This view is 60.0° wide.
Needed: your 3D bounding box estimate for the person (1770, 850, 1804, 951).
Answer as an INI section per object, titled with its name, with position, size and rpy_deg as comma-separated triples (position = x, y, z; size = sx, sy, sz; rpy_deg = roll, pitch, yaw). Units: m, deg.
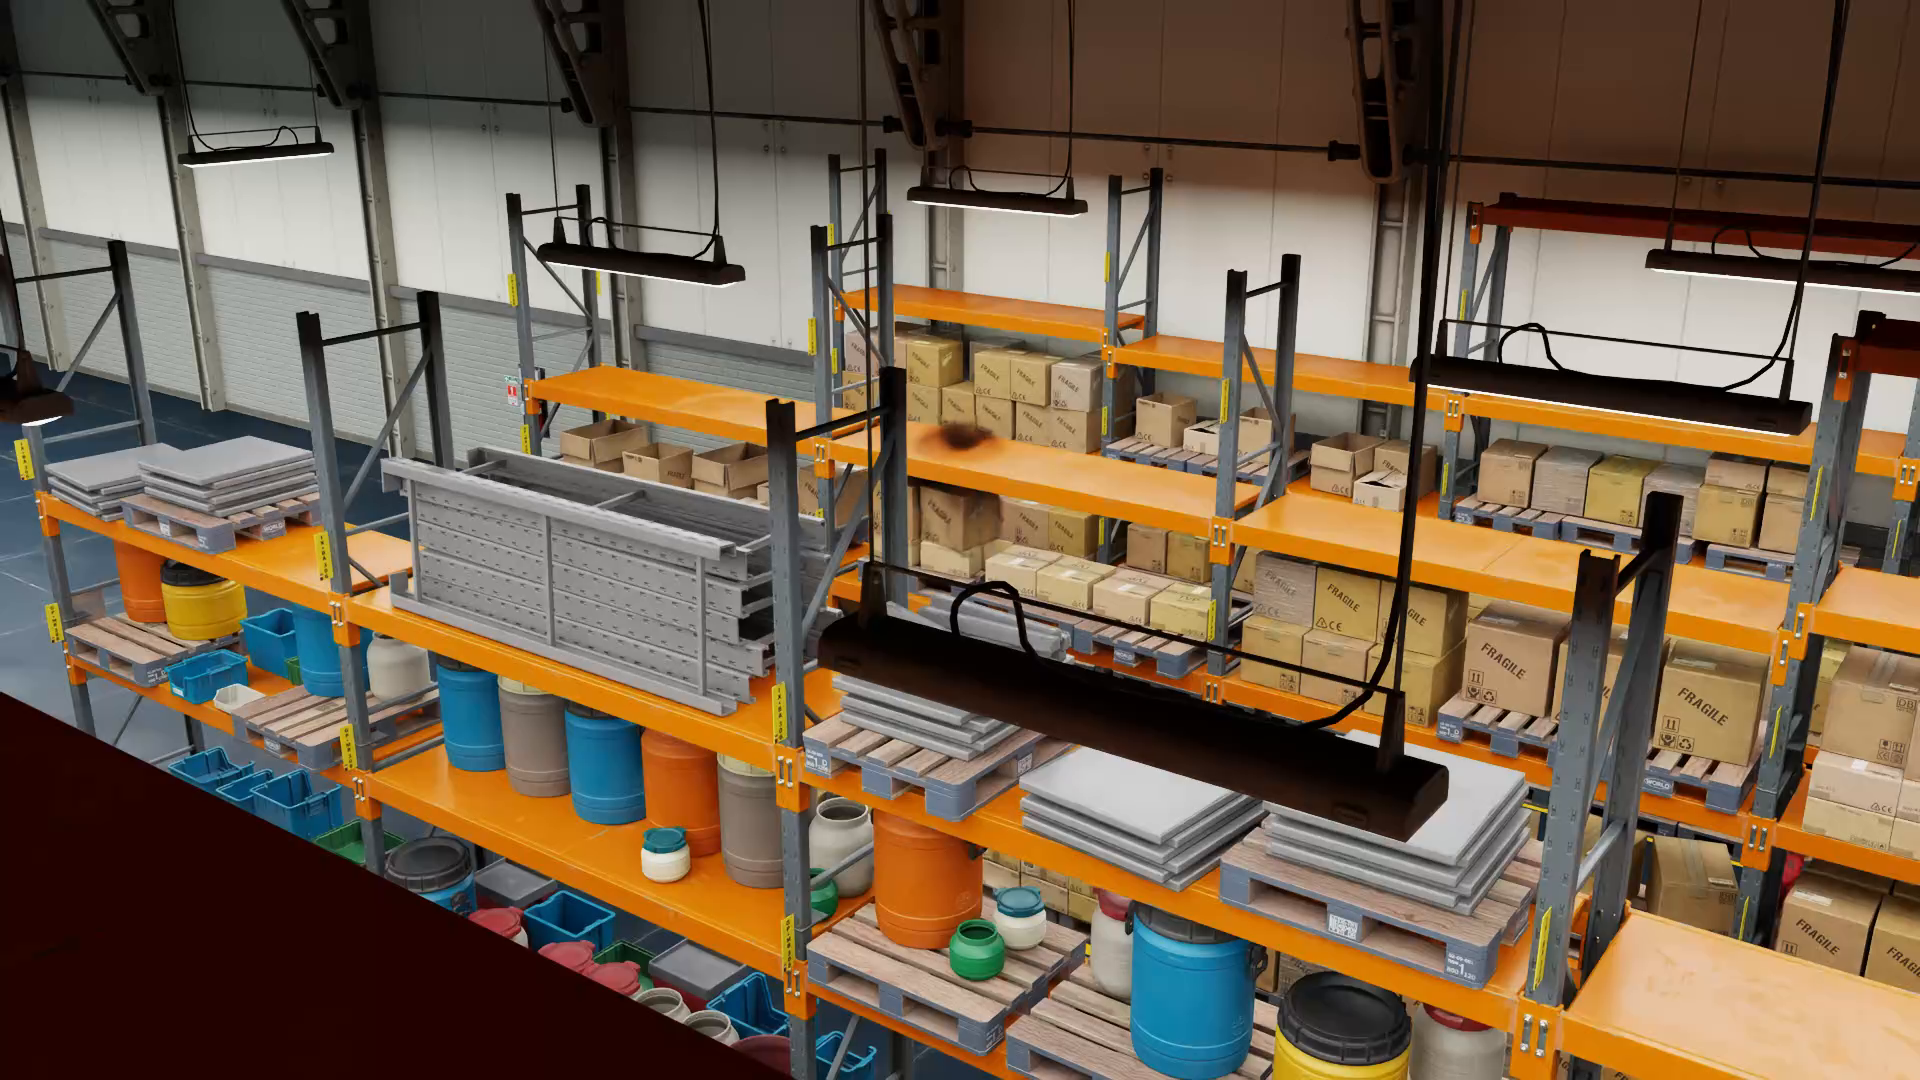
[person]
position = 6.516, 3.020, 13.420
size = 0.546, 1.670, 1.042
rpy_deg = -17, 25, -41
